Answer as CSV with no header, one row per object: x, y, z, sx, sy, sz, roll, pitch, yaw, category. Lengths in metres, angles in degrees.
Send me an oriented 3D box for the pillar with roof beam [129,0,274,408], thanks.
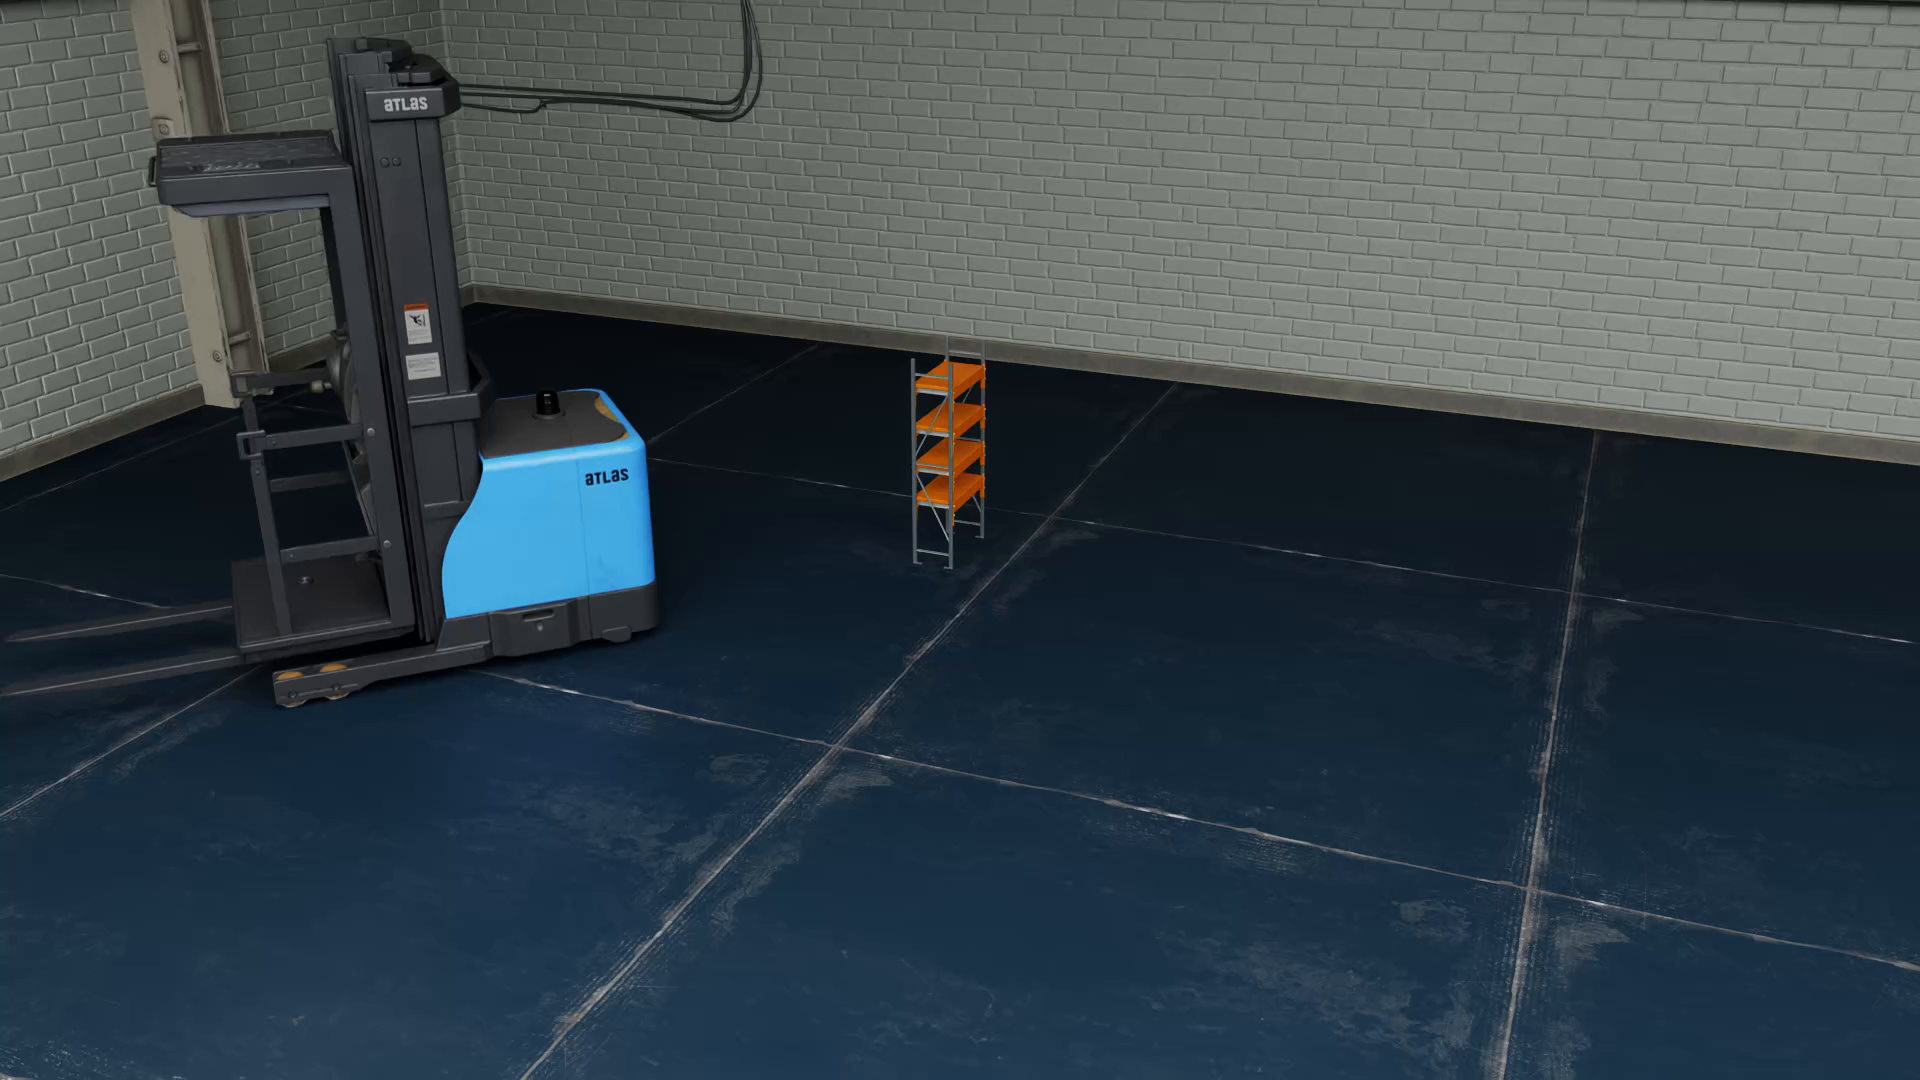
-1.317,-4.581,9.041,9.100,9.000,0.400,9,24,20,pillar with roof beam

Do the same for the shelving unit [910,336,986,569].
-0.061,-0.494,9.377,0.258,1.200,0.503,9,24,20,shelving unit

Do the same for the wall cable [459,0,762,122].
-2.992,-4.629,13.185,3.097,2.526,0.112,9,24,20,wall cable

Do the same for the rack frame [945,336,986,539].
0.029,-0.582,9.586,0.240,1.200,0.015,9,24,20,rack frame

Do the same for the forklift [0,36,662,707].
-3.101,-0.794,7.849,3.031,2.935,1.130,-10,25,-22,forklift

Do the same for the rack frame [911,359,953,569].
-0.152,-0.407,9.168,0.240,1.200,0.015,9,24,20,rack frame

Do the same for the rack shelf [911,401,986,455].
-0.061,-0.639,9.317,0.258,0.148,0.480,9,24,20,rack shelf

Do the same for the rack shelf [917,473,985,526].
-0.061,-0.249,9.479,0.258,0.148,0.480,9,24,20,rack shelf

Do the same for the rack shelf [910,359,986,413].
-0.062,-0.857,9.225,0.258,0.148,0.480,9,24,20,rack shelf

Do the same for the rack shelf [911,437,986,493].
-0.061,-0.432,9.403,0.258,0.148,0.480,9,24,20,rack shelf
